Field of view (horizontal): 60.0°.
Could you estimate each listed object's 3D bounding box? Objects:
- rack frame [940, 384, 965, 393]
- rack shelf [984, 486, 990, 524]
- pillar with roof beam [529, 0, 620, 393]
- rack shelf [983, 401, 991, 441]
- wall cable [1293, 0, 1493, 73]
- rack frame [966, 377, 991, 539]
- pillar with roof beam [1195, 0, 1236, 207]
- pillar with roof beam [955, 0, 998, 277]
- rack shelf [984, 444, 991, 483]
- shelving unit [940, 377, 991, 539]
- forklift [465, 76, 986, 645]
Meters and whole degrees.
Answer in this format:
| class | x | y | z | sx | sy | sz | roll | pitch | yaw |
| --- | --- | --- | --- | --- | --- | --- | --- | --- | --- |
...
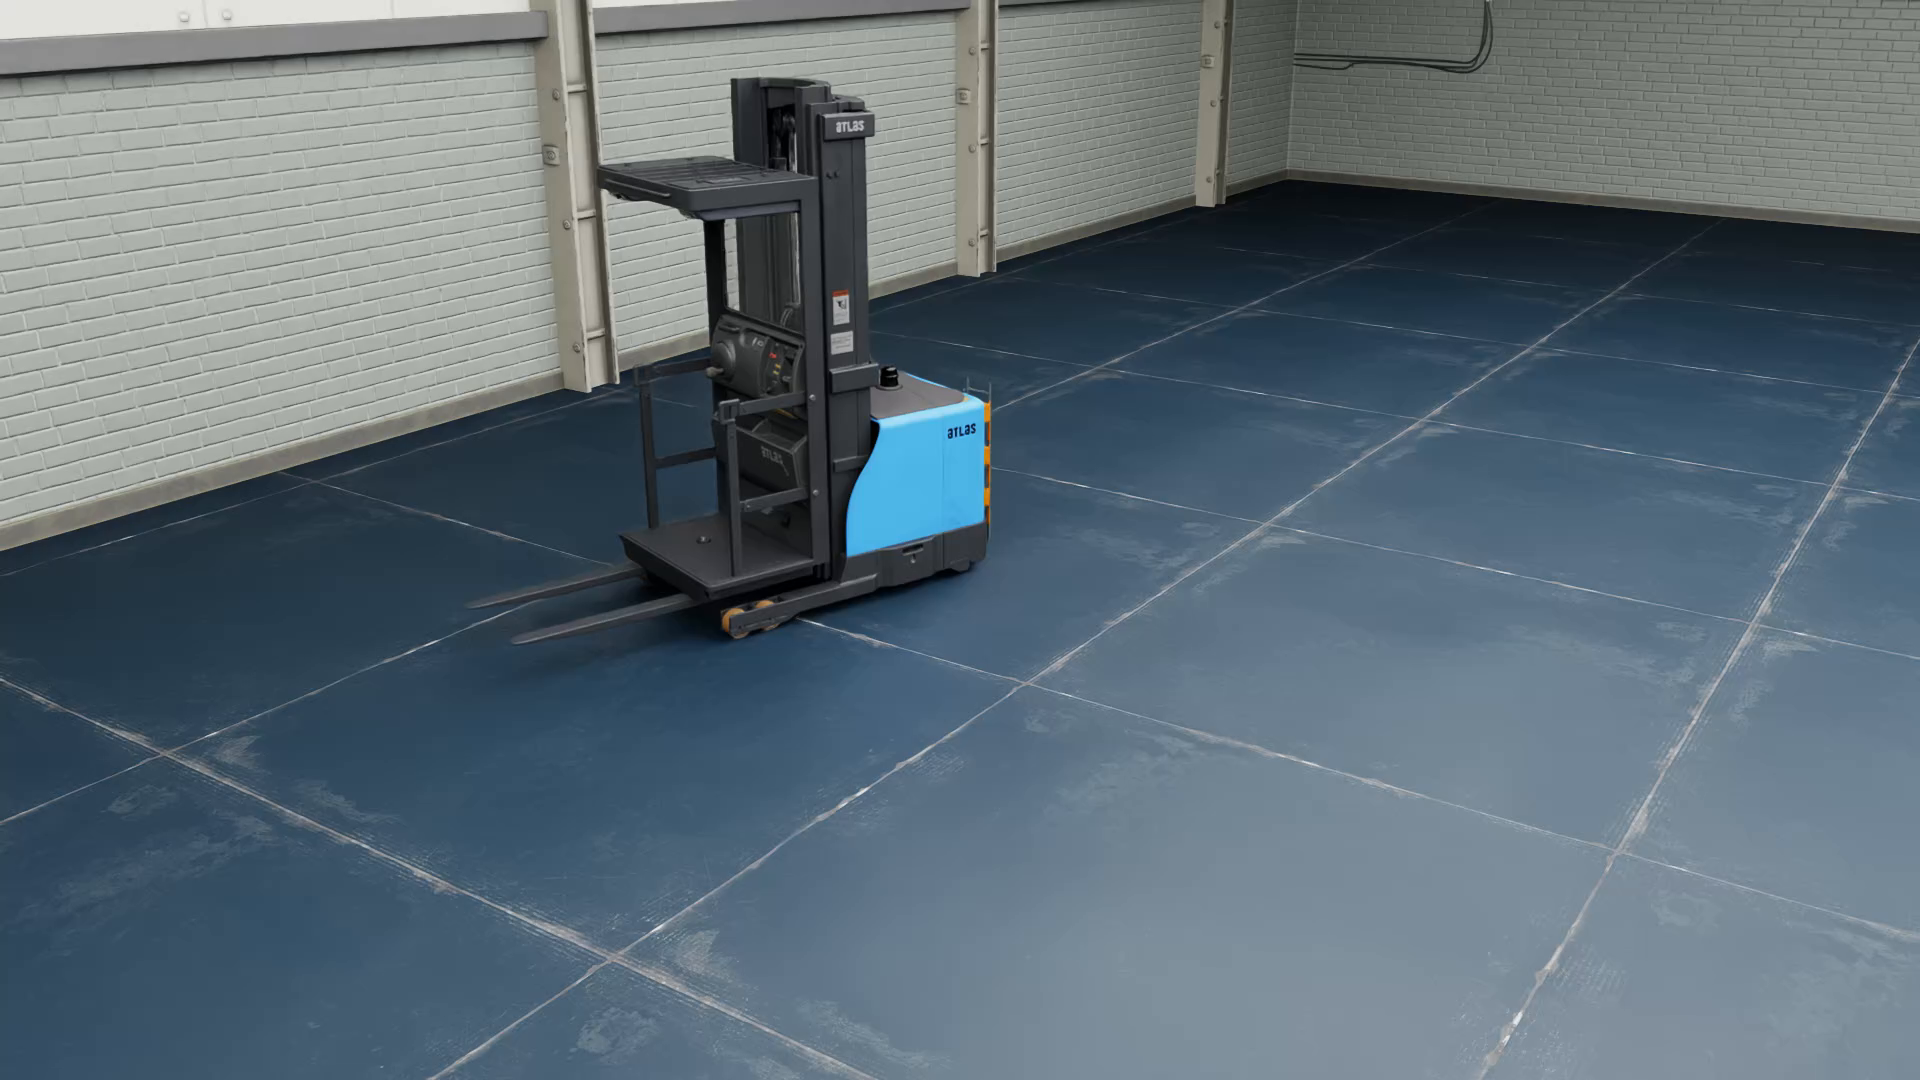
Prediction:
| class | x | y | z | sx | sy | sz | roll | pitch | yaw |
| --- | --- | --- | --- | --- | --- | --- | --- | --- | --- |
| rack frame | -0.045 | -0.456 | 10.484 | 0.200 | 1.050 | 0.008 | 17 | 26 | 39 |
| rack shelf | 0.036 | -0.217 | 10.670 | 0.215 | 0.259 | 0.240 | 17 | 26 | 39 |
| pillar with roof beam | 0.370 | -4.721 | 10.556 | 9.100 | 9.000 | 0.400 | 13 | 24 | 32 |
| rack shelf | 0.036 | -0.744 | 10.475 | 0.215 | 0.259 | 0.240 | 17 | 26 | 39 |
| wall cable | 6.305 | -8.134 | 24.260 | 3.097 | 2.526 | 0.112 | 13 | 24 | 32 |
| rack frame | 0.117 | -0.519 | 10.655 | 0.200 | 1.050 | 0.008 | 17 | 26 | 39 |
| pillar with roof beam | 7.115 | -8.164 | 19.864 | 9.100 | 9.000 | 0.400 | 13 | 24 | 32 |
| pillar with roof beam | 3.742 | -6.442 | 15.210 | 9.100 | 9.000 | 0.400 | 13 | 24 | 32 |
| rack shelf | 0.036 | -0.478 | 10.573 | 0.215 | 0.259 | 0.240 | 17 | 26 | 39 |
| shelving unit | 0.036 | -0.488 | 10.570 | 0.215 | 1.050 | 0.252 | 17 | 26 | 39 |
| forklift | -1.319 | -1.032 | 9.331 | 3.031 | 2.935 | 1.130 | -15 | 25 | -35 |
